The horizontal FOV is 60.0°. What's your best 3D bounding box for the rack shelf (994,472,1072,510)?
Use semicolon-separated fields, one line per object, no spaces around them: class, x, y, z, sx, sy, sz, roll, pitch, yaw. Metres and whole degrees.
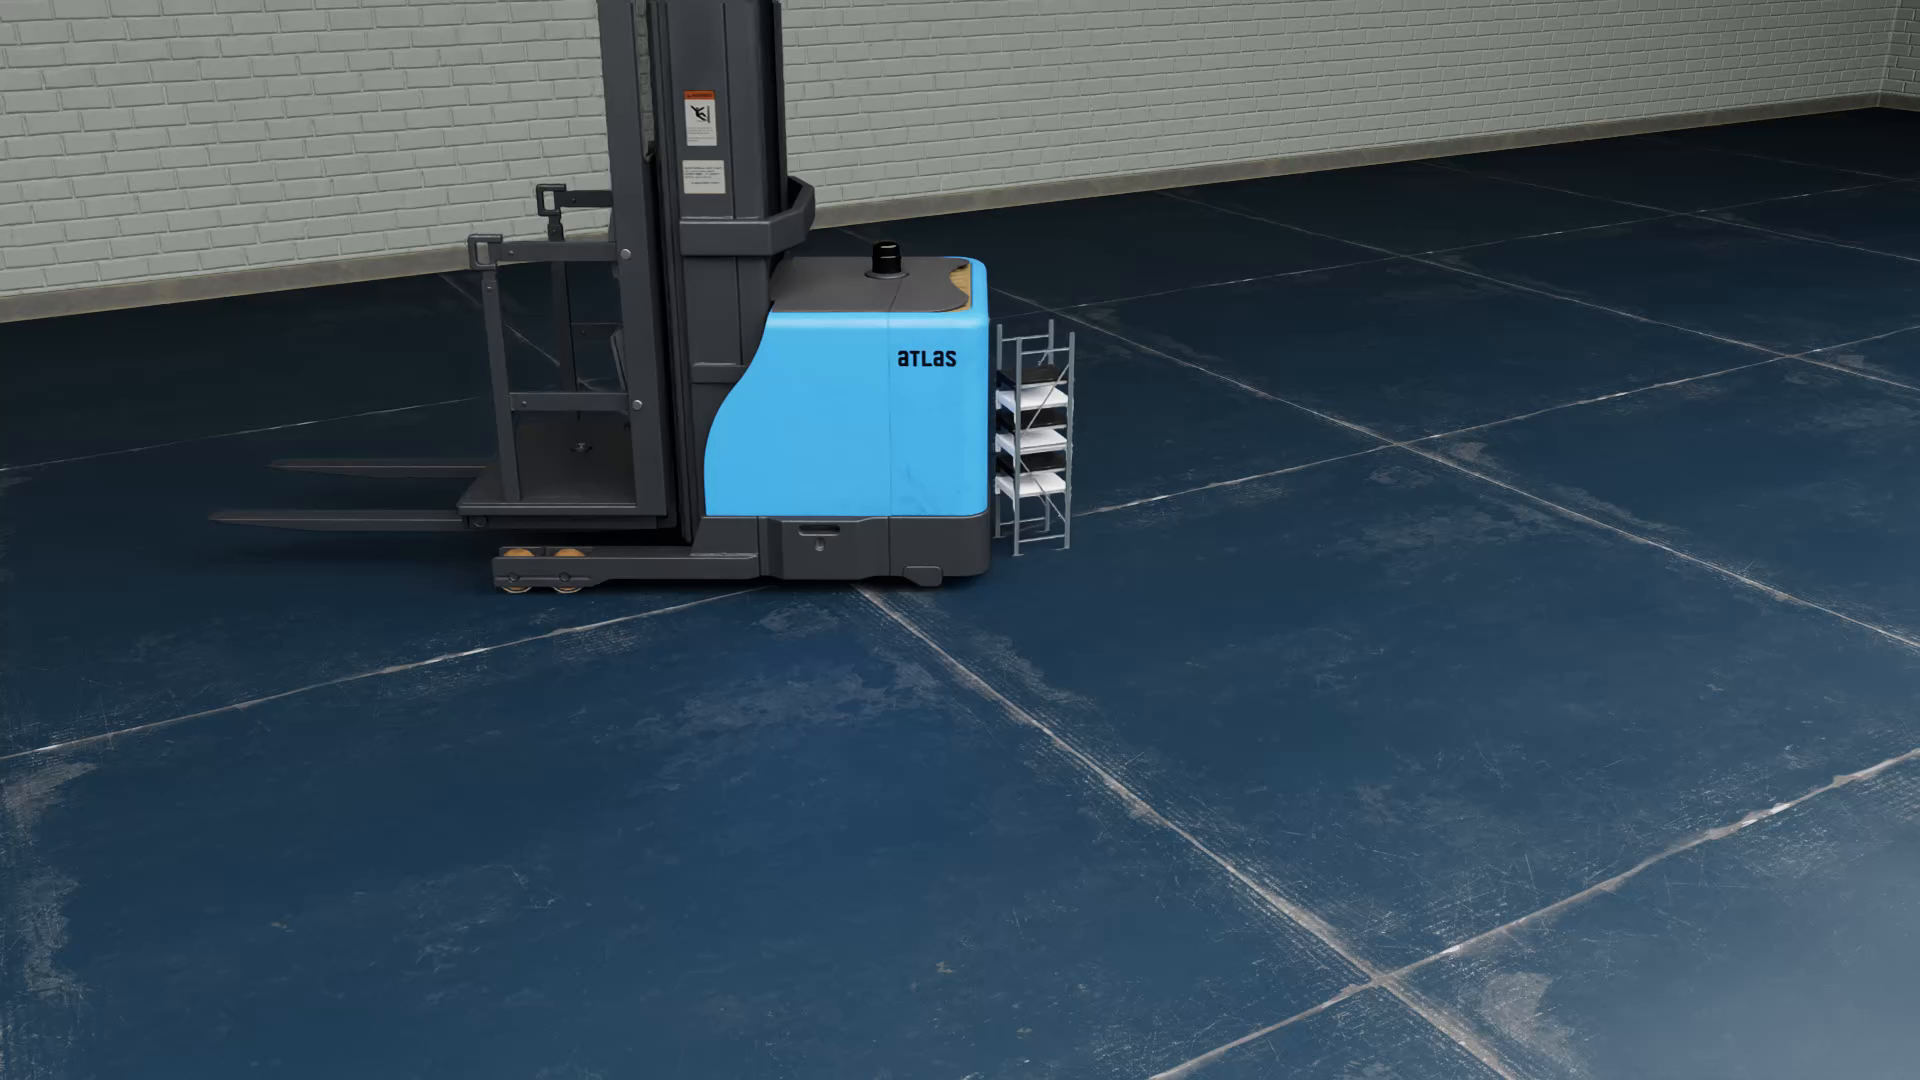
rack shelf;0.292;-0.204;6.684;0.258;0.077;0.200;-8;23;-19

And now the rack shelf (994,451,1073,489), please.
rack shelf;0.292;-0.287;6.650;0.258;0.077;0.200;-8;23;-19

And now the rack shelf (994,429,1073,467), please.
rack shelf;0.292;-0.371;6.617;0.258;0.077;0.200;-8;23;-19

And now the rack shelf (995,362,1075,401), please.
rack shelf;0.292;-0.621;6.515;0.258;0.077;0.200;-8;23;-19

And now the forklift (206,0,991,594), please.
forklift;-1.397;-1.354;6.250;3.031;2.935;1.130;0;22;0

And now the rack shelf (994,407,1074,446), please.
rack shelf;0.292;-0.454;6.583;0.258;0.077;0.200;-8;23;-19

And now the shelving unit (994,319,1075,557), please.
shelving unit;0.292;-0.401;6.604;0.258;0.900;0.210;-8;23;-19

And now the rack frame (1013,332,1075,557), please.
rack frame;0.327;-0.365;6.516;0.240;0.900;0.006;-8;23;-19

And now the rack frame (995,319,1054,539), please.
rack frame;0.257;-0.437;6.693;0.240;0.900;0.006;-8;23;-19

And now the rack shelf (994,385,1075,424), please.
rack shelf;0.292;-0.537;6.549;0.258;0.077;0.200;-8;23;-19
